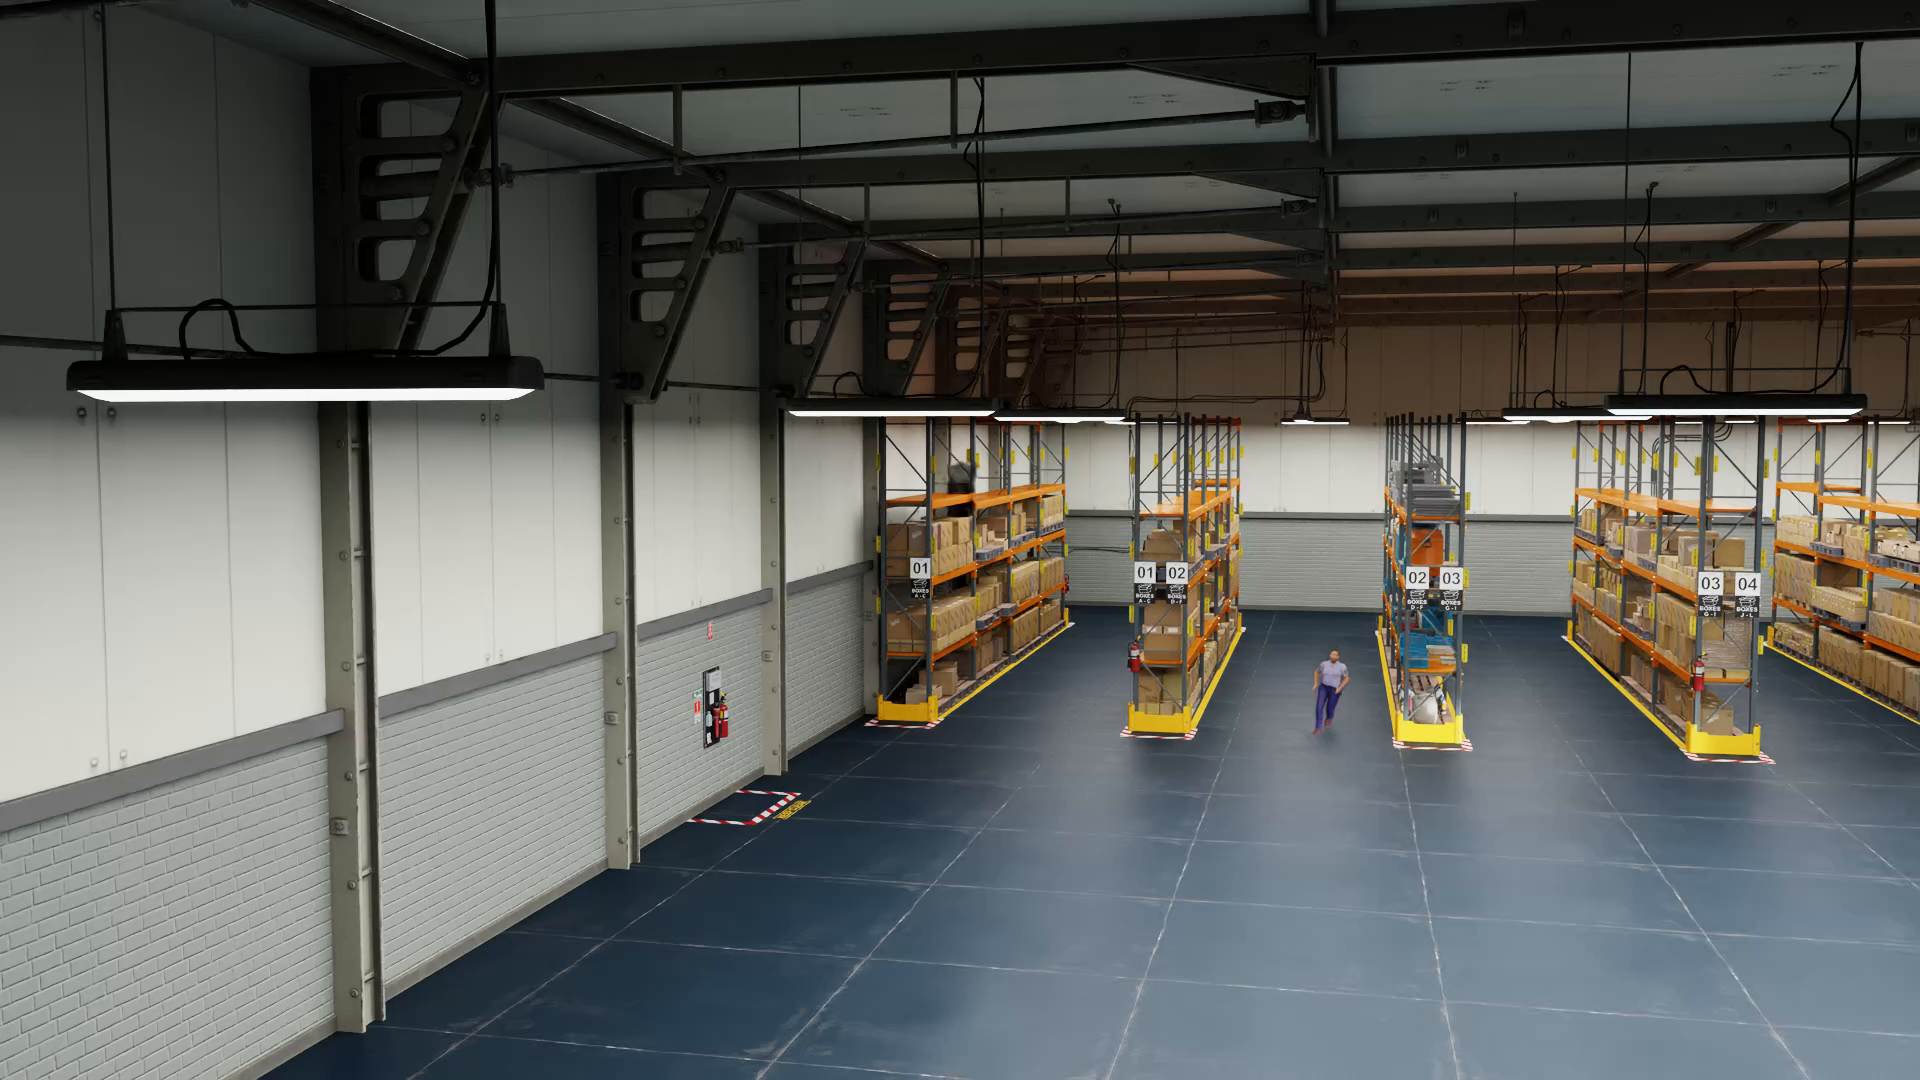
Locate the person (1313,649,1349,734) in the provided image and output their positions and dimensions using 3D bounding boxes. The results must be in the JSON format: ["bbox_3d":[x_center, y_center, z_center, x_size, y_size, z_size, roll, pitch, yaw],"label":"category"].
[{"bbox_3d":[6.941,2.832,31.137,0.645,1.576,0.608,1,4,20],"label":"person"}]
